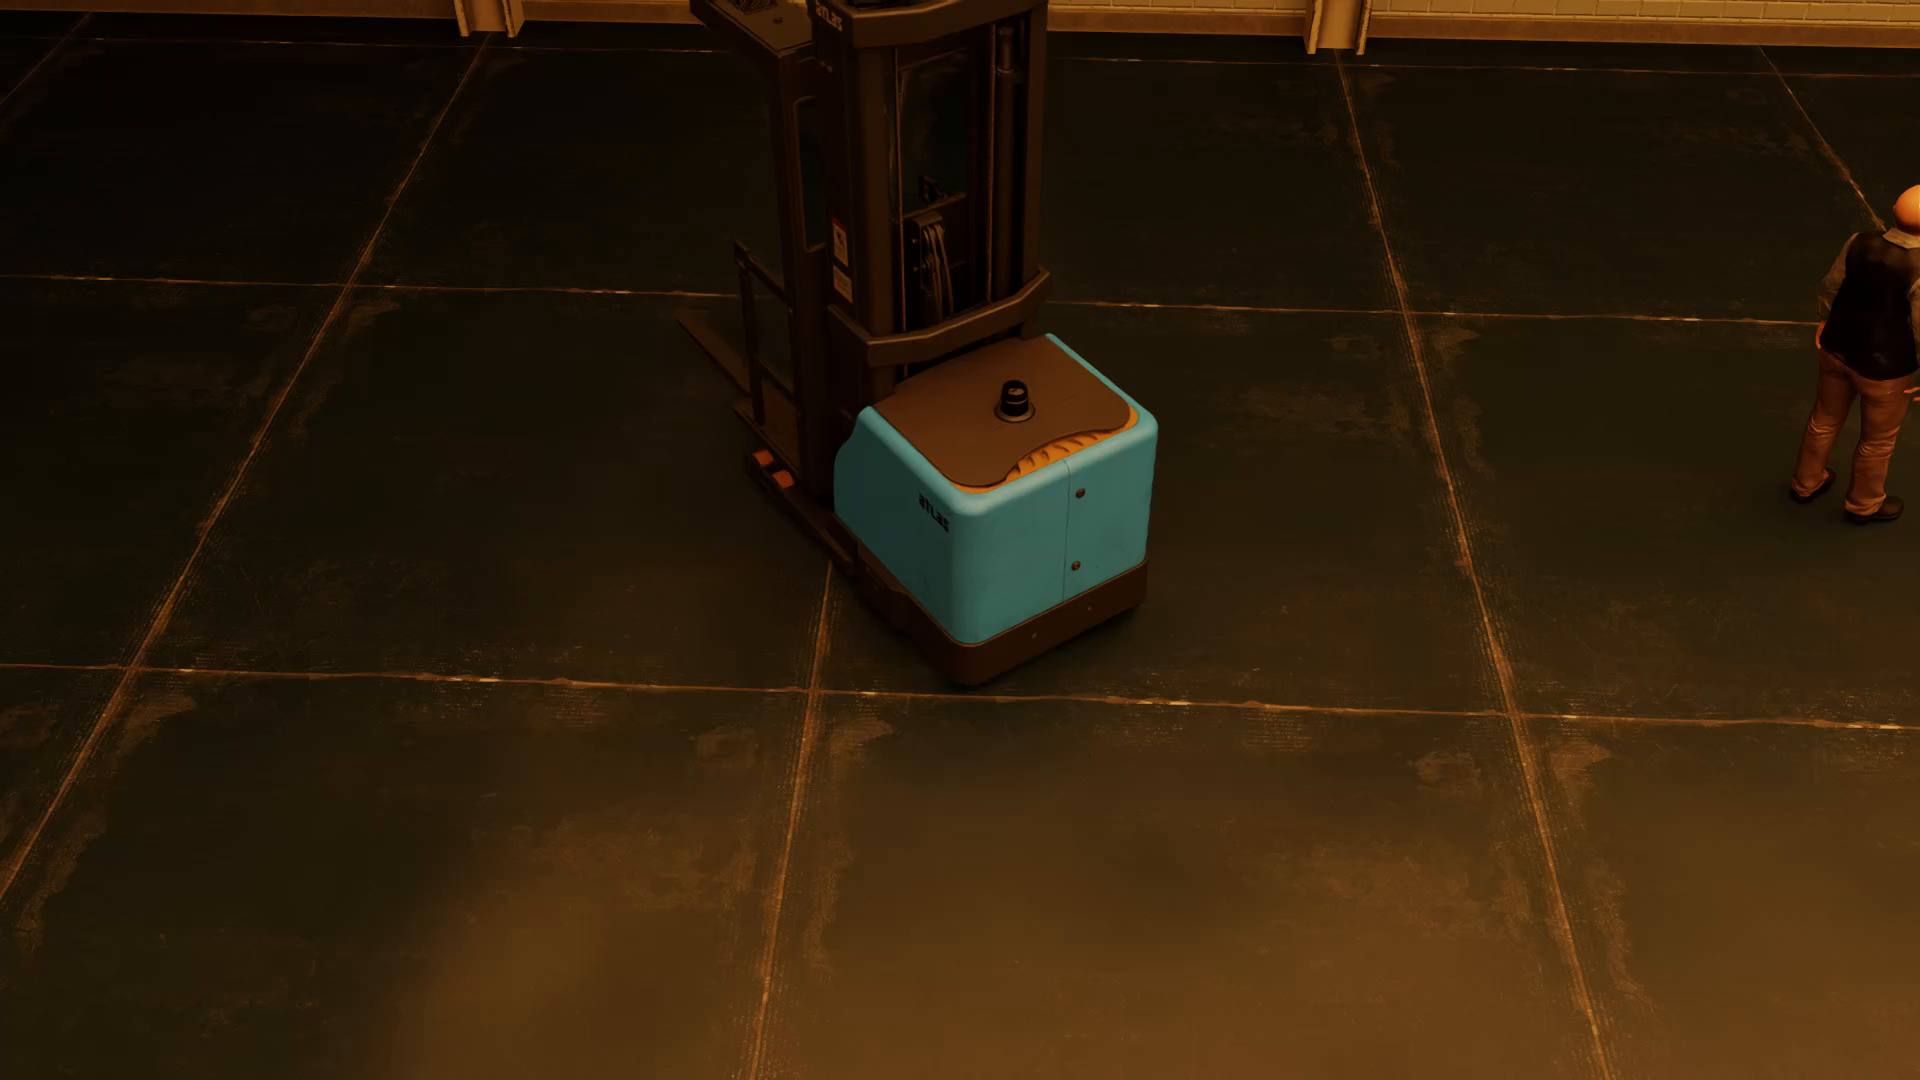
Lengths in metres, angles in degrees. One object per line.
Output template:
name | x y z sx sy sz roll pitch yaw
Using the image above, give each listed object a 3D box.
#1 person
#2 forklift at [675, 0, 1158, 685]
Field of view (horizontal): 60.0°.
person | 4.187 -0.855 7.565 0.569 1.720 0.633 -21 46 -21
forklift | -0.405 -1.422 7.300 1.130 2.935 3.031 -25 48 -25
